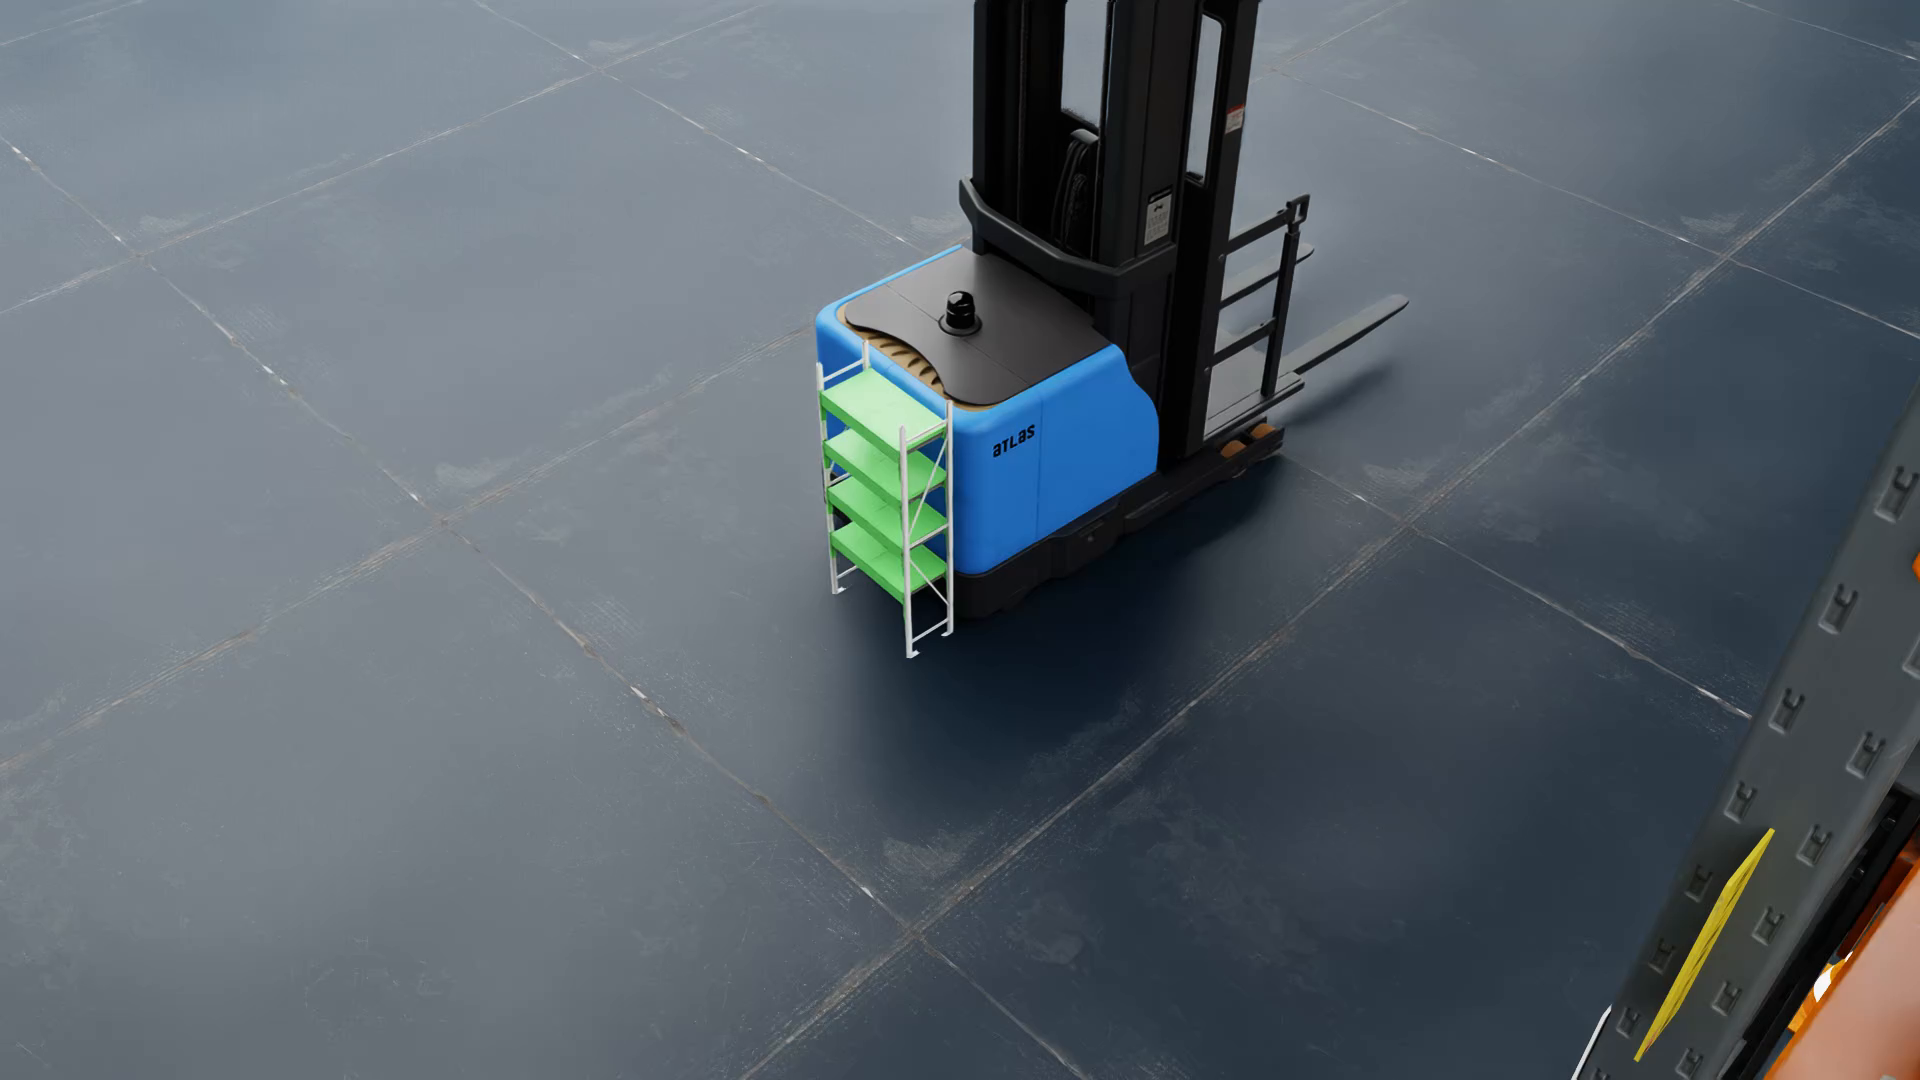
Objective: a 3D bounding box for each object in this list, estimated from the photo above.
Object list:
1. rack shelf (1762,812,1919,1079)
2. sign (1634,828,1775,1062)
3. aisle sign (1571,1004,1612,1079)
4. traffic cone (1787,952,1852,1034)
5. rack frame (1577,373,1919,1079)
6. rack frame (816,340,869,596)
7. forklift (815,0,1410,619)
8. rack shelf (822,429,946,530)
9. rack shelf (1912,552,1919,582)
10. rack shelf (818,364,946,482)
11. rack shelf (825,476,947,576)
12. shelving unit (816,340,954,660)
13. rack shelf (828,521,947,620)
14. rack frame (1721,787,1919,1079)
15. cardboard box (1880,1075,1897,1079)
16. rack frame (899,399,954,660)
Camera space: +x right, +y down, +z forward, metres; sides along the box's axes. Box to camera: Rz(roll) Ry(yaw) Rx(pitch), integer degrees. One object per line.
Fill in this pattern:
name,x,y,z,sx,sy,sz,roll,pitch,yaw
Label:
rack shelf,2.567,1.711,1.508,1.077,0.370,4.000,-34,53,-31
sign,0.770,0.425,1.726,0.100,0.325,0.005,-34,53,-31
aisle sign,0.891,0.752,2.311,0.394,0.787,0.004,-34,53,-31
traffic cone,2.917,1.412,5.381,0.336,0.463,0.334,-34,53,-31
rack frame,1.154,-0.616,1.286,1.000,3.000,0.127,-34,53,-31
rack frame,-0.442,-0.263,6.651,0.240,1.200,0.015,-30,51,-29
forklift,0.852,-1.607,6.829,3.031,2.935,1.130,-30,51,-28
rack shelf,-0.282,-0.268,6.396,0.258,0.148,0.480,-30,51,-29
rack shelf,2.567,0.611,0.491,1.077,0.370,4.000,-34,53,-31
rack shelf,-0.282,-0.444,6.233,0.258,0.148,0.480,-30,51,-29
rack shelf,-0.282,-0.091,6.559,0.258,0.148,0.480,-30,51,-29
shelving unit,-0.282,-0.138,6.516,0.258,1.200,0.503,-30,51,-29
rack shelf,-0.282,0.085,6.722,0.258,0.148,0.480,-30,51,-29
rack frame,1.154,1.587,3.322,1.000,3.000,0.127,-34,53,-31
cardboard box,1.159,0.893,2.048,0.380,0.149,0.250,-34,53,-31
rack frame,-0.122,-0.013,6.380,0.240,1.200,0.015,-30,51,-29
